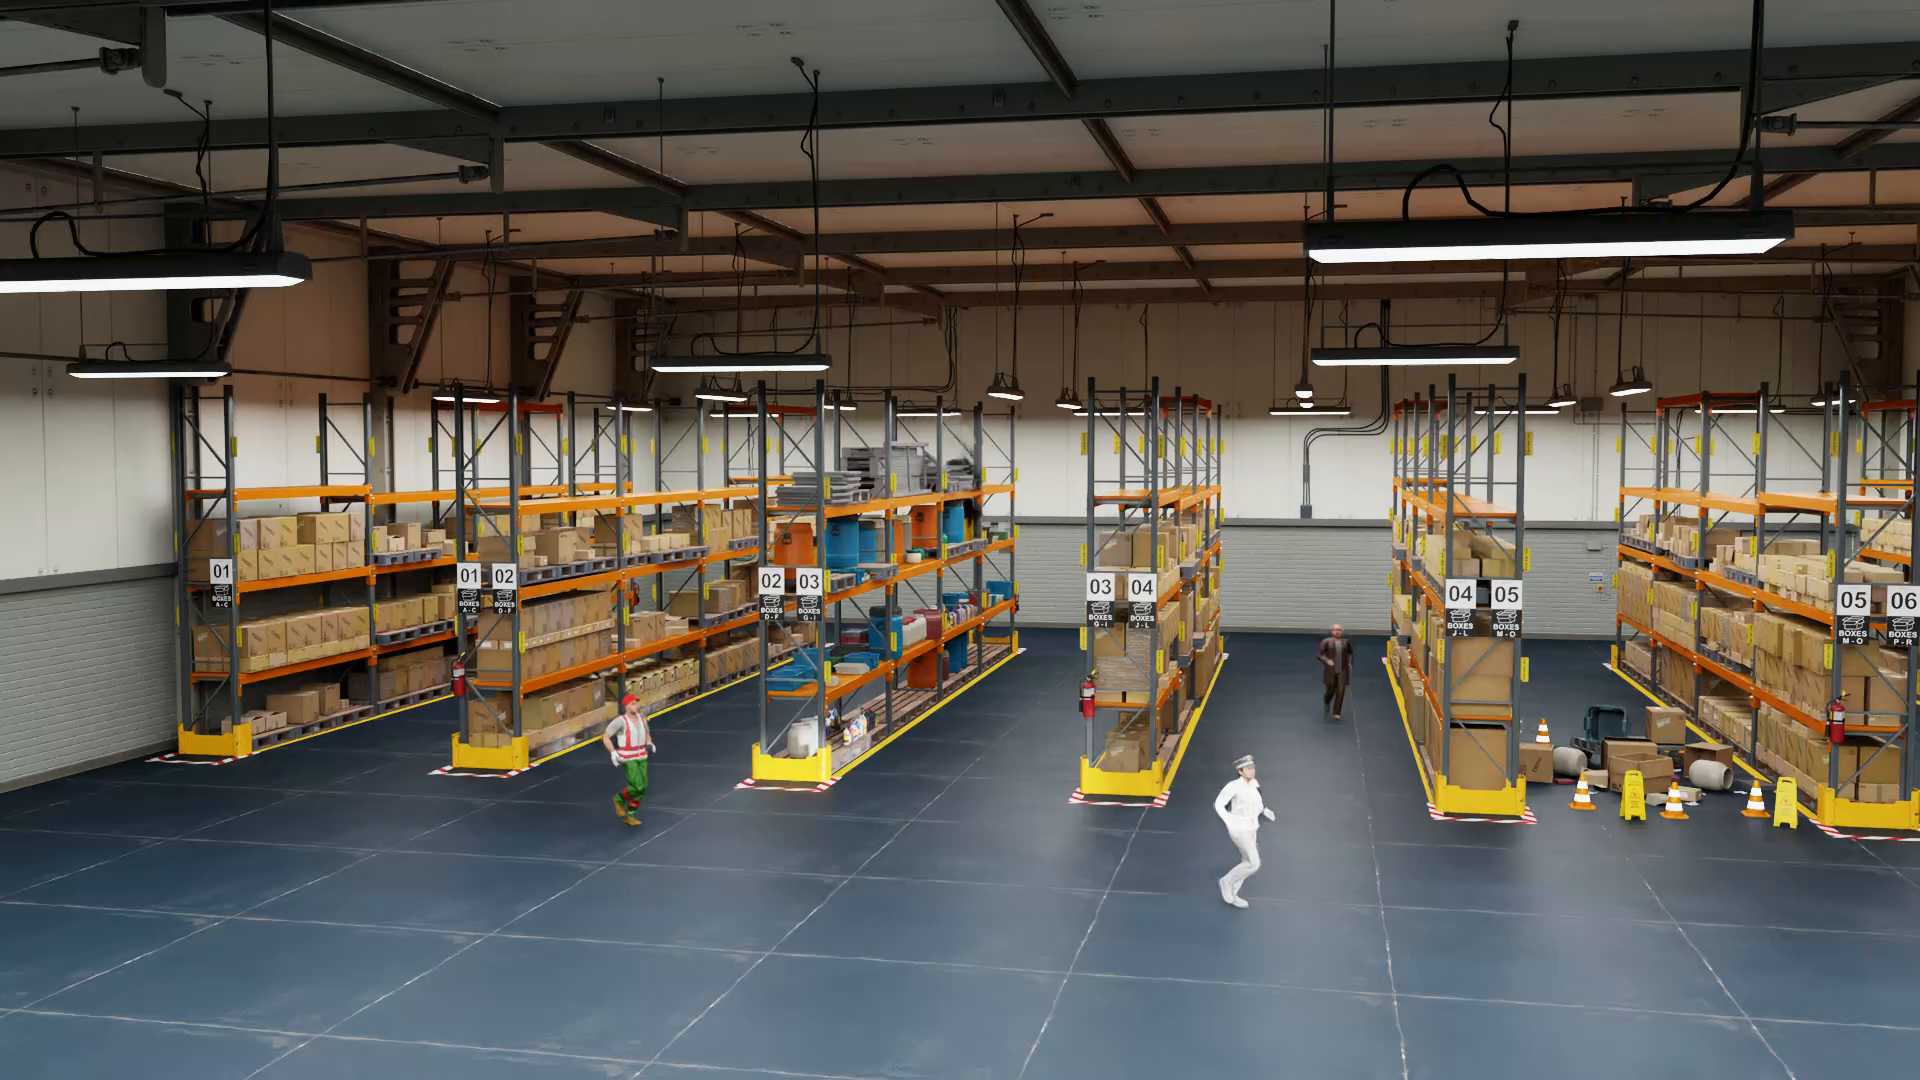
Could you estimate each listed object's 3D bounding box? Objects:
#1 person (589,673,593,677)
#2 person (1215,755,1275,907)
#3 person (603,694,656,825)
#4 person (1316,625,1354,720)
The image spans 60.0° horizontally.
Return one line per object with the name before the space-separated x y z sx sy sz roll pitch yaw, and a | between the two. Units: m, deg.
person | -7.453 2.271 32.958 0.679 1.744 0.607 1 3 13
person | 3.135 3.156 18.063 0.549 1.666 0.598 3 4 45
person | -4.301 2.903 21.964 0.580 1.737 0.666 3 4 38
person | 6.912 2.460 30.569 0.709 1.655 0.693 0 3 0
